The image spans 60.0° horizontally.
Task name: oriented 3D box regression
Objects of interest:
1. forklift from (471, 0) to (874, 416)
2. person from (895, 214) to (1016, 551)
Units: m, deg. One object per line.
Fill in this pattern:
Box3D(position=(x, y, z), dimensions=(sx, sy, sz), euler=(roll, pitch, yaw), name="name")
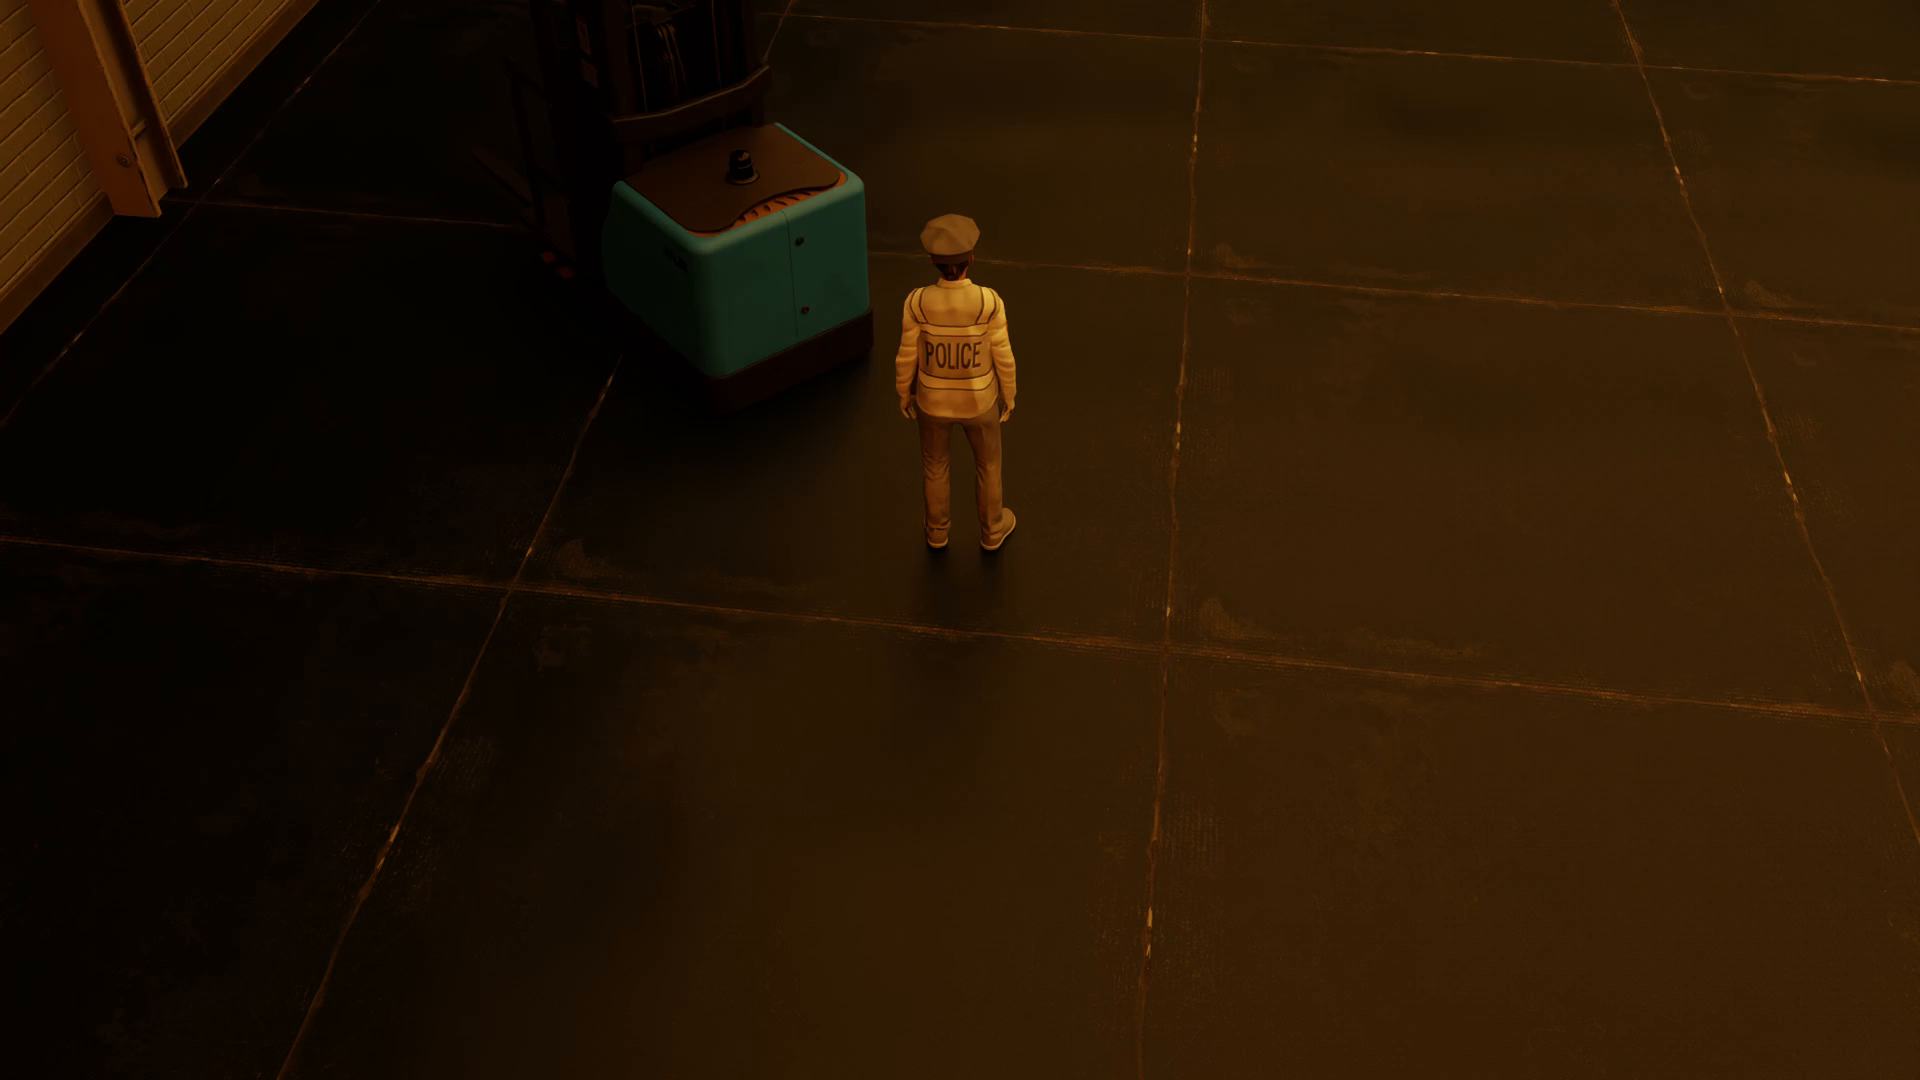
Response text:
Box3D(position=(-1.778, -2.646, 8.605), dimensions=(1.130, 2.935, 3.031), euler=(-29, 50, -28), name="forklift")
Box3D(position=(-0.012, -0.633, 7.352), dimensions=(0.542, 1.662, 0.373), euler=(3, 43, 3), name="person")
